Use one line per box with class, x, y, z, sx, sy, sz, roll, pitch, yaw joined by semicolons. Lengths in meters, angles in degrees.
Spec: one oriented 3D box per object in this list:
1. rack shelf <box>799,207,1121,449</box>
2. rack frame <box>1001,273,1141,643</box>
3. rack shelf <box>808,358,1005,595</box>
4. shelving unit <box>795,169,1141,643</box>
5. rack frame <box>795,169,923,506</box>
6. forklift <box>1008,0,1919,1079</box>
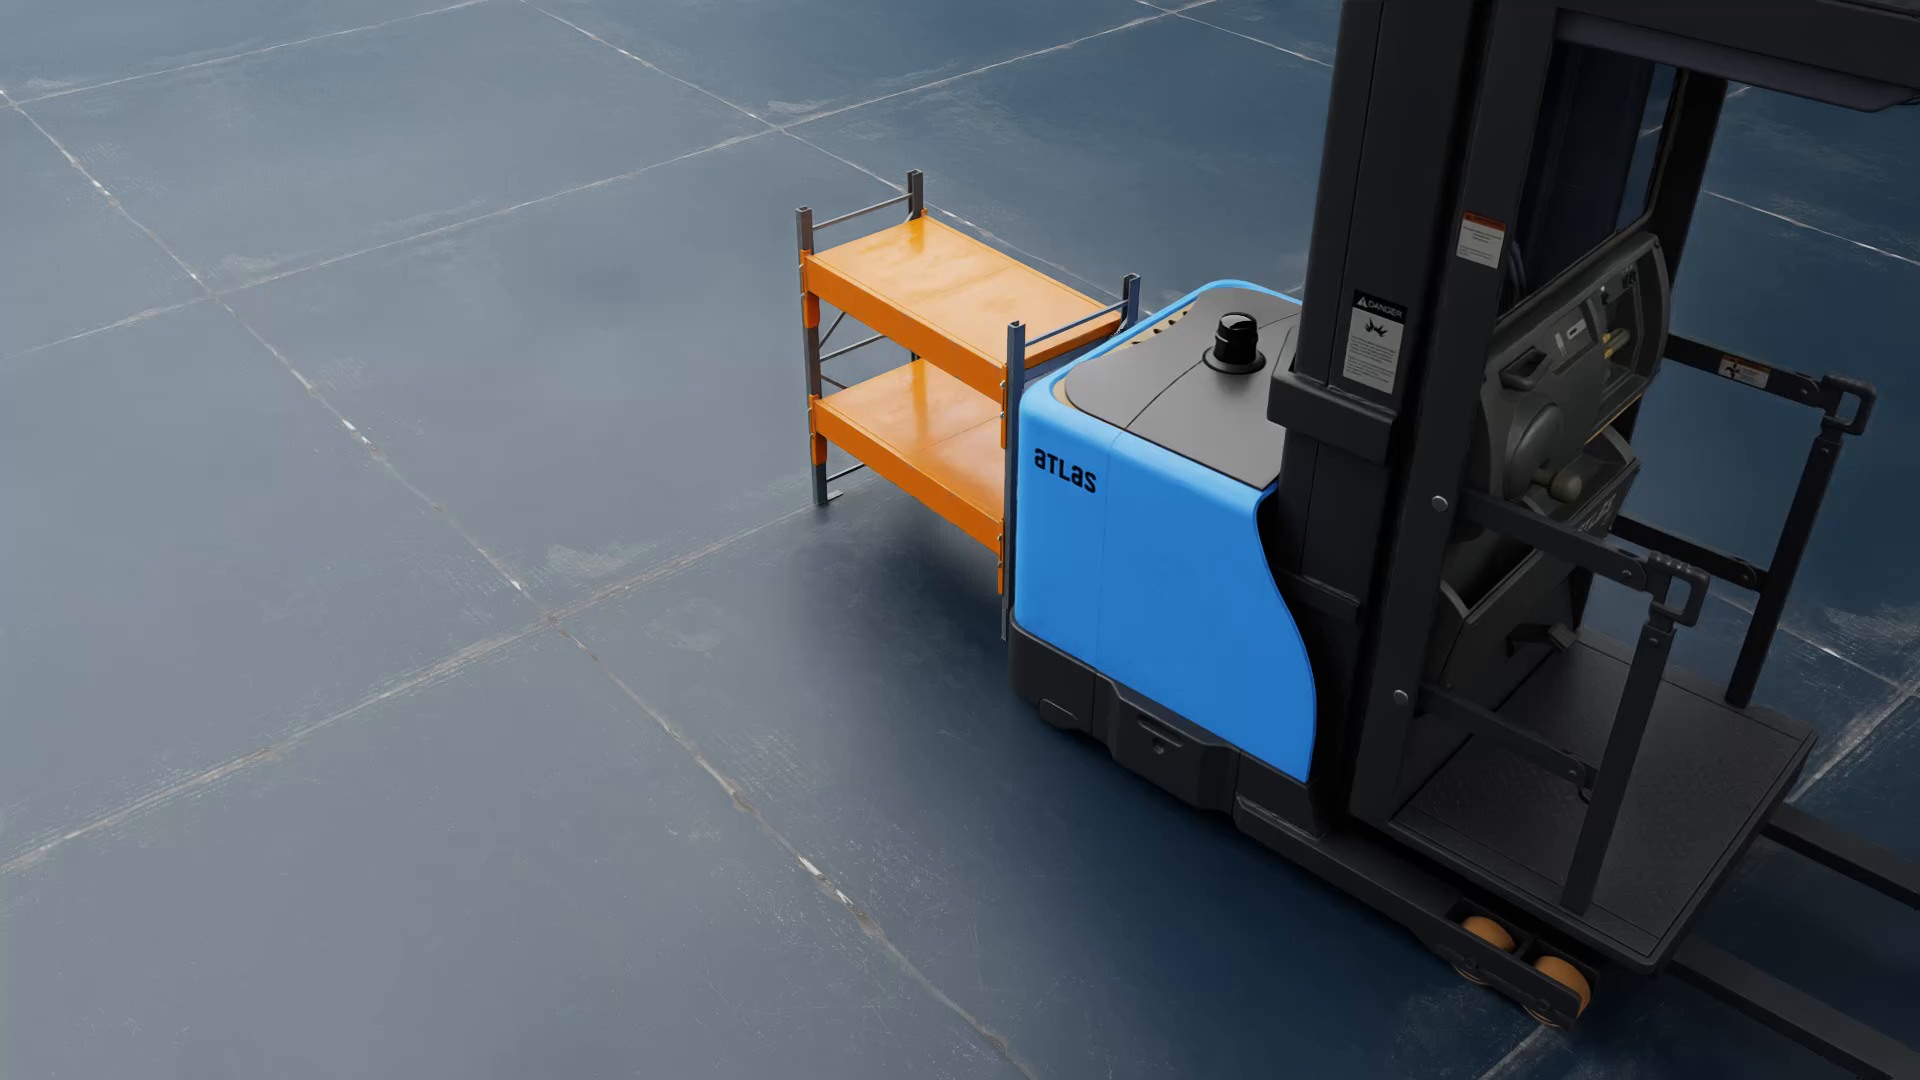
rack shelf;0.004;-0.695;5.252;0.538;0.278;1.000;-26;43;-32
rack frame;0.332;-0.232;5.104;0.500;1.125;0.032;-26;43;-32
rack shelf;0.004;-0.257;5.562;0.538;0.278;1.000;-26;43;-32
shelving unit;0.004;-0.456;5.421;0.538;1.125;1.048;-26;43;-32
rack frame;-0.324;-0.680;5.738;0.500;1.125;0.032;-26;43;-32
forklift;1.575;-0.353;3.712;3.031;2.935;1.130;28;44;33
